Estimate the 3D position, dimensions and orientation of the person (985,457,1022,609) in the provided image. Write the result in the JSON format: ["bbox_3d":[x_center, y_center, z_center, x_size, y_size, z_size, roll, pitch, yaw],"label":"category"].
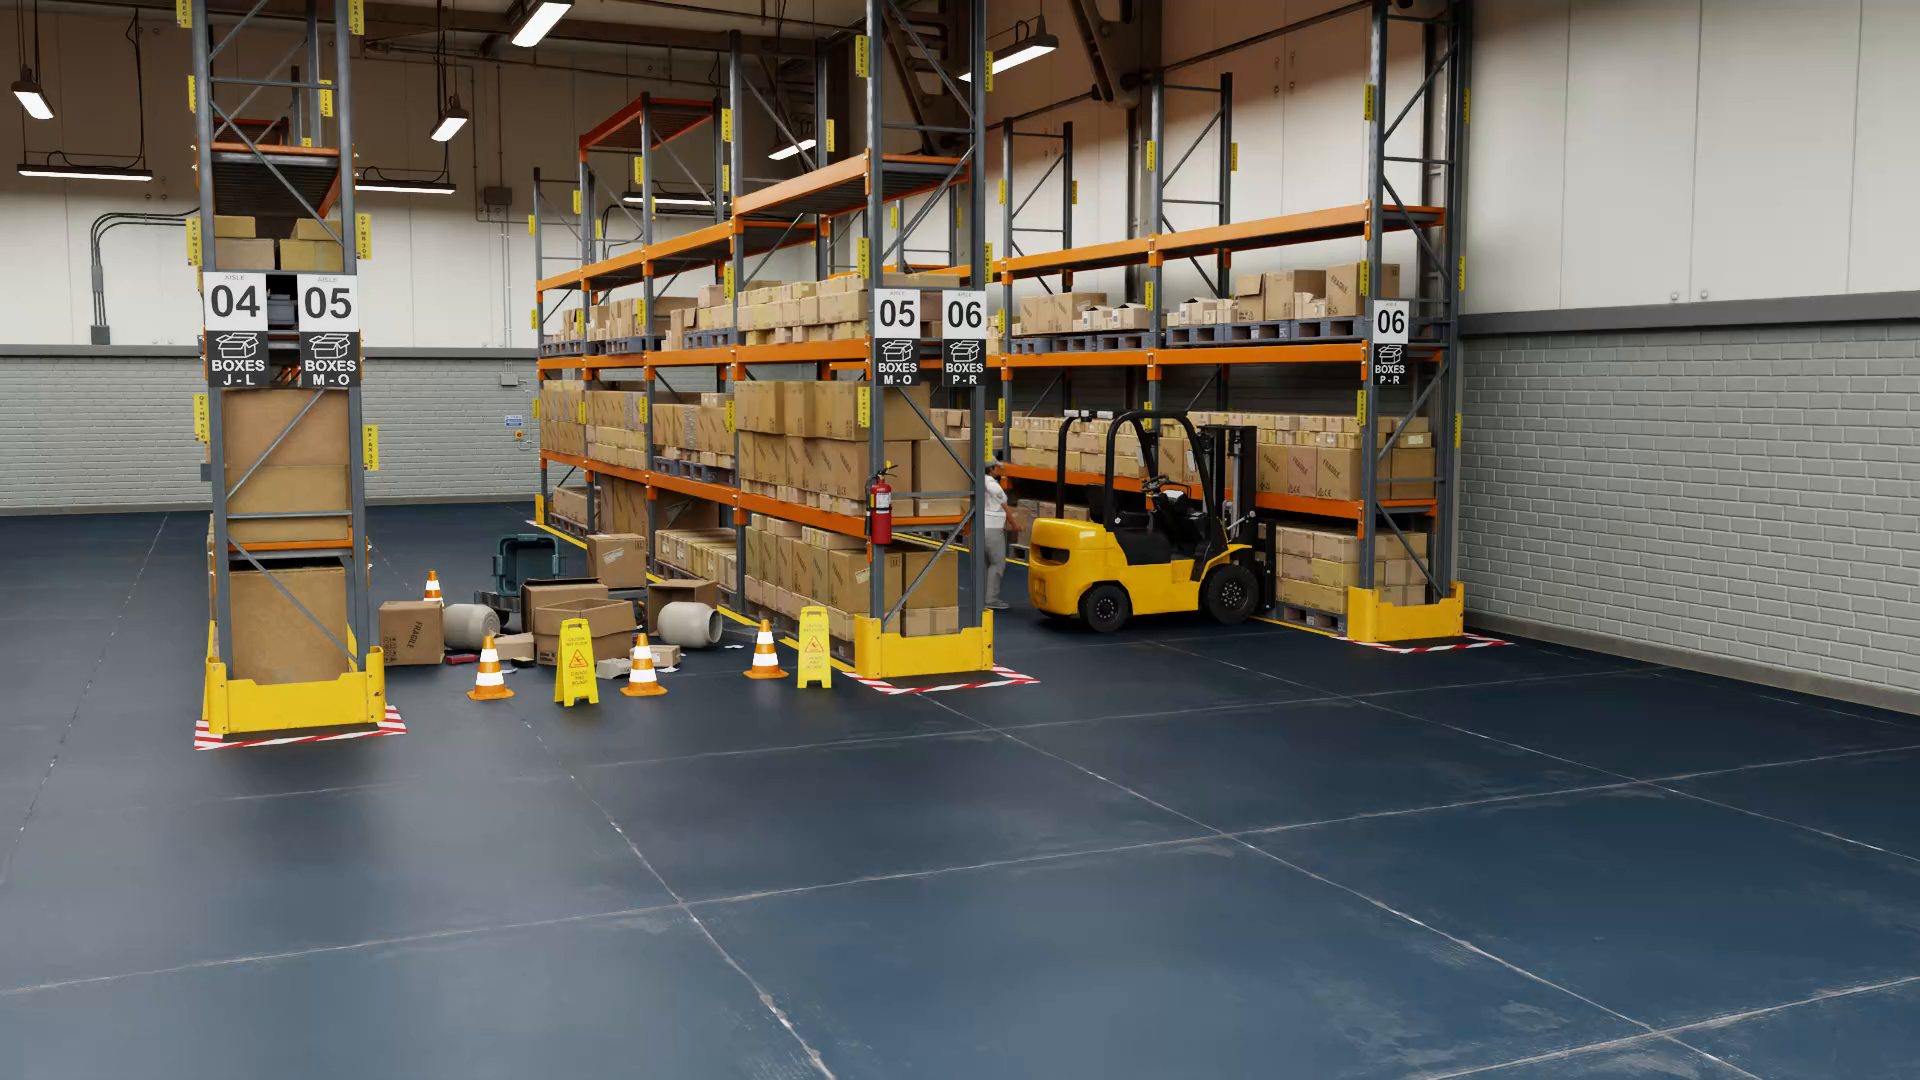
[{"bbox_3d":[0.375,-0.094,18.021,0.539,1.662,0.452,-2,6,-24],"label":"person"}]
